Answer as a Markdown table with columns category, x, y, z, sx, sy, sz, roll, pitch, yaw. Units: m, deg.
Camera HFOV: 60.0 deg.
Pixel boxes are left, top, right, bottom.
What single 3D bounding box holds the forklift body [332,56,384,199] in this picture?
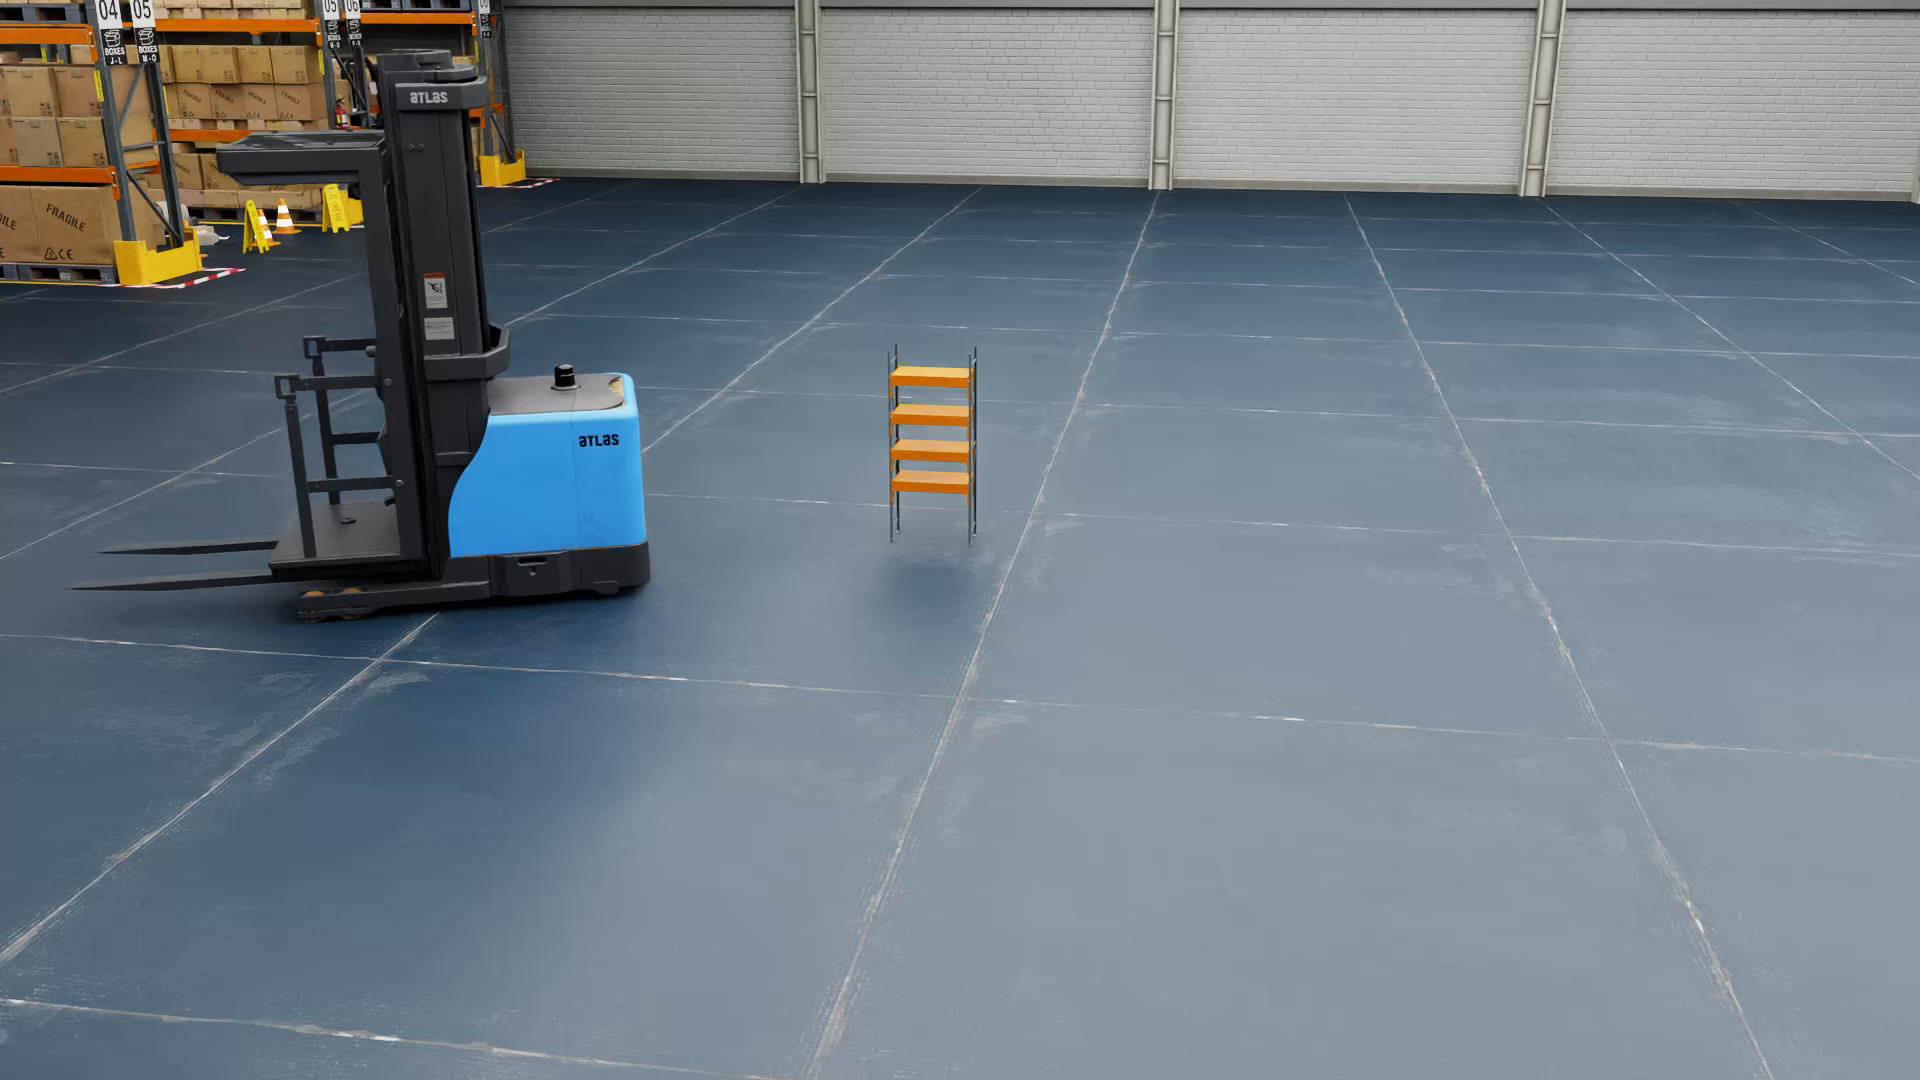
| category | x | y | z | sx | sy | sz | roll | pitch | yaw |
| --- | --- | --- | --- | --- | --- | --- | --- | --- | --- |
| forklift body | -10.090 | -6.747 | 27.078 | 1.214 | 2.155 | 2.313 | 3 | 19 | 9 |

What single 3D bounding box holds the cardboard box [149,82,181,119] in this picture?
| category | x | y | z | sx | sy | sz | roll | pitch | yaw |
| --- | --- | --- | --- | --- | --- | --- | --- | --- | --- |
| cardboard box | -11.279 | -6.303 | 23.788 | 0.500 | 0.500 | 0.500 | 3 | 19 | 8 |

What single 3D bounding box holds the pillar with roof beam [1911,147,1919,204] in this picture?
| category | x | y | z | sx | sy | sz | roll | pitch | yaw |
| --- | --- | --- | --- | --- | --- | --- | --- | --- | --- |
| pillar with roof beam | 14.540 | -8.231 | 20.722 | 0.400 | 9.000 | 9.100 | 3 | 19 | 9 |

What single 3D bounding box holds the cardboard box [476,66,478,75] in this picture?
| category | x | y | z | sx | sy | sz | roll | pitch | yaw |
| --- | --- | --- | --- | --- | --- | --- | --- | --- | --- |
| cardboard box | -8.316 | -7.910 | 28.037 | 0.250 | 0.149 | 0.380 | 3 | 19 | 9 |

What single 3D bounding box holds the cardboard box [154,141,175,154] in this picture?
| category | x | y | z | sx | sy | sz | roll | pitch | yaw |
| --- | --- | --- | --- | --- | --- | --- | --- | --- | --- |
| cardboard box | -11.500 | -5.665 | 23.976 | 0.250 | 0.149 | 0.380 | 4 | 19 | 11 |

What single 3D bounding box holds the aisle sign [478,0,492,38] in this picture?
| category | x | y | z | sx | sy | sz | roll | pitch | yaw |
| --- | --- | --- | --- | --- | --- | --- | --- | --- | --- |
| aisle sign | -7.911 | -8.763 | 27.669 | 0.004 | 0.787 | 0.394 | 3 | 19 | 9 |

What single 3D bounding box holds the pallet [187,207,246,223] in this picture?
| category | x | y | z | sx | sy | sz | roll | pitch | yaw |
| --- | --- | --- | --- | --- | --- | --- | --- | --- | --- |
| pallet | -10.785 | -4.866 | 24.513 | 1.213 | 0.211 | 1.003 | 3 | 19 | 9 |

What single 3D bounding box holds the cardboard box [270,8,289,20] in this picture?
| category | x | y | z | sx | sy | sz | roll | pitch | yaw |
| --- | --- | --- | --- | --- | --- | --- | --- | --- | --- |
| cardboard box | -9.360 | -7.306 | 23.081 | 0.250 | 0.149 | 0.380 | 3 | 19 | 9 |

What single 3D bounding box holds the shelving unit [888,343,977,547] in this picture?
| category | x | y | z | sx | sy | sz | roll | pitch | yaw |
| --- | --- | --- | --- | --- | --- | --- | --- | --- | --- |
| shelving unit | -0.163 | -0.577 | 10.138 | 0.503 | 1.200 | 0.258 | 3 | 19 | 9 |

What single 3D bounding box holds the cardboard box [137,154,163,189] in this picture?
| category | x | y | z | sx | sy | sz | roll | pitch | yaw |
| --- | --- | --- | --- | --- | --- | --- | --- | --- | --- |
| cardboard box | -11.592 | -5.385 | 24.160 | 0.500 | 0.500 | 0.500 | 4 | 19 | 11 |

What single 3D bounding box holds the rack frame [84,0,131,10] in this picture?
| category | x | y | z | sx | sy | sz | roll | pitch | yaw |
| --- | --- | --- | --- | --- | --- | --- | --- | --- | --- |
| rack frame | -9.398 | -7.359 | 18.116 | 0.127 | 3.000 | 1.000 | 3 | 19 | 9 |

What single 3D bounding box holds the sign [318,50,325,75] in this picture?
| category | x | y | z | sx | sy | sz | roll | pitch | yaw |
| --- | --- | --- | --- | --- | --- | --- | --- | --- | --- |
| sign | -8.820 | -6.596 | 22.968 | 0.005 | 0.325 | 0.100 | 3 | 19 | 9 |

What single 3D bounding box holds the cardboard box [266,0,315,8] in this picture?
| category | x | y | z | sx | sy | sz | roll | pitch | yaw |
| --- | --- | --- | --- | --- | --- | --- | --- | --- | --- |
| cardboard box | -9.260 | -7.504 | 23.044 | 0.500 | 0.250 | 0.500 | 3 | 19 | 8 |

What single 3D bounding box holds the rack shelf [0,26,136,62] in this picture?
| category | x | y | z | sx | sy | sz | roll | pitch | yaw |
| --- | --- | --- | --- | --- | --- | --- | --- | --- | --- |
| rack shelf | -11.372 | -5.697 | 19.007 | 4.000 | 0.370 | 1.077 | 3 | 19 | 9 |

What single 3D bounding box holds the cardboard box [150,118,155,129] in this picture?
| category | x | y | z | sx | sy | sz | roll | pitch | yaw |
| --- | --- | --- | --- | --- | --- | --- | --- | --- | --- |
| cardboard box | -11.638 | -6.013 | 23.941 | 0.250 | 0.149 | 0.380 | 3 | 19 | 10 |

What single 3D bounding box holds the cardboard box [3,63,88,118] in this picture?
| category | x | y | z | sx | sy | sz | roll | pitch | yaw |
| --- | --- | --- | --- | --- | --- | --- | --- | --- | --- |
| cardboard box | -10.316 | -5.127 | 18.962 | 0.550 | 0.550 | 0.875 | 3 | 19 | 9 |

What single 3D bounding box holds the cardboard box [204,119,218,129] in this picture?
| category | x | y | z | sx | sy | sz | roll | pitch | yaw |
| --- | --- | --- | --- | --- | --- | --- | --- | --- | --- |
| cardboard box | -10.622 | -5.986 | 23.862 | 0.250 | 0.149 | 0.380 | 3 | 19 | 9 |

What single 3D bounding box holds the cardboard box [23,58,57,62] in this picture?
| category | x | y | z | sx | sy | sz | roll | pitch | yaw |
| --- | --- | --- | --- | --- | --- | --- | --- | --- | --- |
| cardboard box | -16.311 | -8.350 | 29.711 | 0.500 | 0.500 | 0.500 | 4 | 19 | 11 |

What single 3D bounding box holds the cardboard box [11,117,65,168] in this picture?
| category | x | y | z | sx | sy | sz | roll | pitch | yaw |
| --- | --- | --- | --- | --- | --- | --- | --- | --- | --- |
| cardboard box | -10.318 | -4.611 | 19.120 | 0.550 | 0.550 | 0.875 | 3 | 19 | 9 |

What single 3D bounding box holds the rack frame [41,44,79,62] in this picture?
| category | x | y | z | sx | sy | sz | roll | pitch | yaw |
| --- | --- | --- | --- | --- | --- | --- | --- | --- | --- |
| rack frame | -15.828 | -8.028 | 29.570 | 0.127 | 3.000 | 1.000 | 3 | 19 | 9 |

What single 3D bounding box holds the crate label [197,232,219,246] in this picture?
| category | x | y | z | sx | sy | sz | roll | pitch | yaw |
| --- | --- | --- | --- | --- | --- | --- | --- | --- | --- |
| crate label | -9.968 | -3.986 | 21.999 | 0.298 | 0.136 | 0.250 | -7 | 20 | -20 |

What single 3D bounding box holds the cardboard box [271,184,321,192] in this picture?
| category | x | y | z | sx | sy | sz | roll | pitch | yaw |
| --- | --- | --- | --- | --- | --- | --- | --- | --- | --- |
| cardboard box | -9.545 | -5.280 | 23.845 | 0.500 | 0.500 | 0.500 | 3 | 19 | 9 |

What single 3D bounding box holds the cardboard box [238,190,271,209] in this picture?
| category | x | y | z | sx | sy | sz | roll | pitch | yaw |
| --- | --- | --- | --- | --- | --- | --- | --- | --- | --- |
| cardboard box | -10.063 | -4.951 | 24.043 | 0.500 | 0.250 | 0.500 | 3 | 19 | 9 |

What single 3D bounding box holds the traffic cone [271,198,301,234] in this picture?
| category | x | y | z | sx | sy | sz | roll | pitch | yaw |
| --- | --- | --- | --- | --- | --- | --- | --- | --- | --- |
| traffic cone | -9.342 | -4.485 | 22.978 | 0.334 | 0.463 | 0.336 | 3 | 19 | 9 |

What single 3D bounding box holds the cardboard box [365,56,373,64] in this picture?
| category | x | y | z | sx | sy | sz | roll | pitch | yaw |
| --- | --- | --- | --- | --- | --- | --- | --- | --- | --- |
| cardboard box | -10.077 | -8.167 | 28.336 | 0.250 | 0.149 | 0.380 | 3 | 19 | 9 |

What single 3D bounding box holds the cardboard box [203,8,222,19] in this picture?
| category | x | y | z | sx | sy | sz | roll | pitch | yaw |
| --- | --- | --- | --- | --- | --- | --- | --- | --- | --- |
| cardboard box | -10.369 | -7.377 | 23.293 | 0.250 | 0.149 | 0.380 | 2 | 19 | 7 |

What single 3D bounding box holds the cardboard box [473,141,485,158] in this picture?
| category | x | y | z | sx | sy | sz | roll | pitch | yaw |
| --- | --- | --- | --- | --- | --- | --- | --- | --- | --- |
| cardboard box | -8.459 | -6.684 | 28.437 | 0.500 | 0.250 | 0.500 | 3 | 19 | 8 |

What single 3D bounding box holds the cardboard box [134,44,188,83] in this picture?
| category | x | y | z | sx | sy | sz | roll | pitch | yaw |
| --- | --- | --- | --- | --- | --- | --- | --- | --- | --- |
| cardboard box | -11.269 | -6.778 | 23.631 | 0.500 | 0.500 | 0.700 | 3 | 19 | 7 |

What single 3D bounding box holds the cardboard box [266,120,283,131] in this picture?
| category | x | y | z | sx | sy | sz | roll | pitch | yaw |
| --- | --- | --- | --- | --- | --- | --- | --- | --- | --- |
| cardboard box | -9.633 | -5.901 | 23.607 | 0.250 | 0.149 | 0.380 | 3 | 19 | 8 |

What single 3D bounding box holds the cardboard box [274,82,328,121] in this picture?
| category | x | y | z | sx | sy | sz | roll | pitch | yaw |
| --- | --- | --- | --- | --- | --- | --- | --- | --- | --- |
| cardboard box | -9.292 | -6.200 | 23.479 | 0.500 | 0.500 | 0.500 | 3 | 19 | 8 |

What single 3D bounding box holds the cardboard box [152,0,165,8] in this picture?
| category | x | y | z | sx | sy | sz | roll | pitch | yaw |
| --- | --- | --- | --- | --- | --- | --- | --- | --- | --- |
| cardboard box | -11.268 | -7.604 | 23.342 | 0.500 | 0.250 | 0.500 | 3 | 19 | 9 |

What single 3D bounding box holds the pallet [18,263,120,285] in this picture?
| category | x | y | z | sx | sy | sz | roll | pitch | yaw |
| --- | --- | --- | --- | --- | --- | --- | --- | --- | --- |
| pallet | -10.200 | -3.208 | 19.558 | 1.213 | 0.211 | 1.003 | 3 | 19 | 9 |

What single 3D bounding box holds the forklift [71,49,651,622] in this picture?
| category | x | y | z | sx | sy | sz | roll | pitch | yaw |
| --- | --- | --- | --- | --- | --- | --- | --- | --- | --- |
| forklift | -3.322 | -1.129 | 9.058 | 3.031 | 2.935 | 1.130 | -4 | 19 | -12 |

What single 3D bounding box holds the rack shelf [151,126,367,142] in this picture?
| category | x | y | z | sx | sy | sz | roll | pitch | yaw |
| --- | --- | --- | --- | --- | --- | --- | --- | --- | --- |
| rack shelf | -10.687 | -5.830 | 24.133 | 4.000 | 0.370 | 1.077 | 3 | 19 | 9 |

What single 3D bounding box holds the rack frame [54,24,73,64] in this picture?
| category | x | y | z | sx | sy | sz | roll | pitch | yaw |
| --- | --- | --- | --- | --- | --- | --- | --- | --- | --- |
| rack frame | -12.662 | -6.272 | 24.320 | 0.127 | 3.000 | 1.000 | 3 | 19 | 9 |

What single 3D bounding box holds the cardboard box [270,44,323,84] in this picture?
| category | x | y | z | sx | sy | sz | roll | pitch | yaw |
| --- | --- | --- | --- | --- | --- | --- | --- | --- | --- |
| cardboard box | -9.251 | -6.690 | 23.369 | 0.500 | 0.500 | 0.700 | 2 | 19 | 7 |

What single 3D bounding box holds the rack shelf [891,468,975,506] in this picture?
| category | x | y | z | sx | sy | sz | roll | pitch | yaw |
| --- | --- | --- | --- | --- | --- | --- | --- | --- | --- |
| rack shelf | -0.163 | -0.325 | 10.222 | 0.480 | 0.148 | 0.258 | 3 | 19 | 9 |

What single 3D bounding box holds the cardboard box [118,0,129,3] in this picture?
| category | x | y | z | sx | sy | sz | roll | pitch | yaw |
| --- | --- | --- | --- | --- | --- | --- | --- | --- | --- |
| cardboard box | -9.685 | -6.182 | 18.901 | 0.250 | 0.149 | 0.380 | 3 | 19 | 9 |

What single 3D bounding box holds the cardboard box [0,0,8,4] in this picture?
| category | x | y | z | sx | sy | sz | roll | pitch | yaw |
| --- | --- | --- | --- | --- | --- | --- | --- | --- | --- |
| cardboard box | -10.532 | -6.014 | 18.398 | 0.250 | 0.149 | 0.380 | 3 | 19 | 9 |

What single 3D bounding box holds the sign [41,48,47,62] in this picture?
| category | x | y | z | sx | sy | sz | roll | pitch | yaw |
| --- | --- | --- | --- | --- | --- | --- | --- | --- | --- |
| sign | -15.904 | -8.369 | 28.889 | 0.005 | 0.325 | 0.100 | 3 | 19 | 9 |
